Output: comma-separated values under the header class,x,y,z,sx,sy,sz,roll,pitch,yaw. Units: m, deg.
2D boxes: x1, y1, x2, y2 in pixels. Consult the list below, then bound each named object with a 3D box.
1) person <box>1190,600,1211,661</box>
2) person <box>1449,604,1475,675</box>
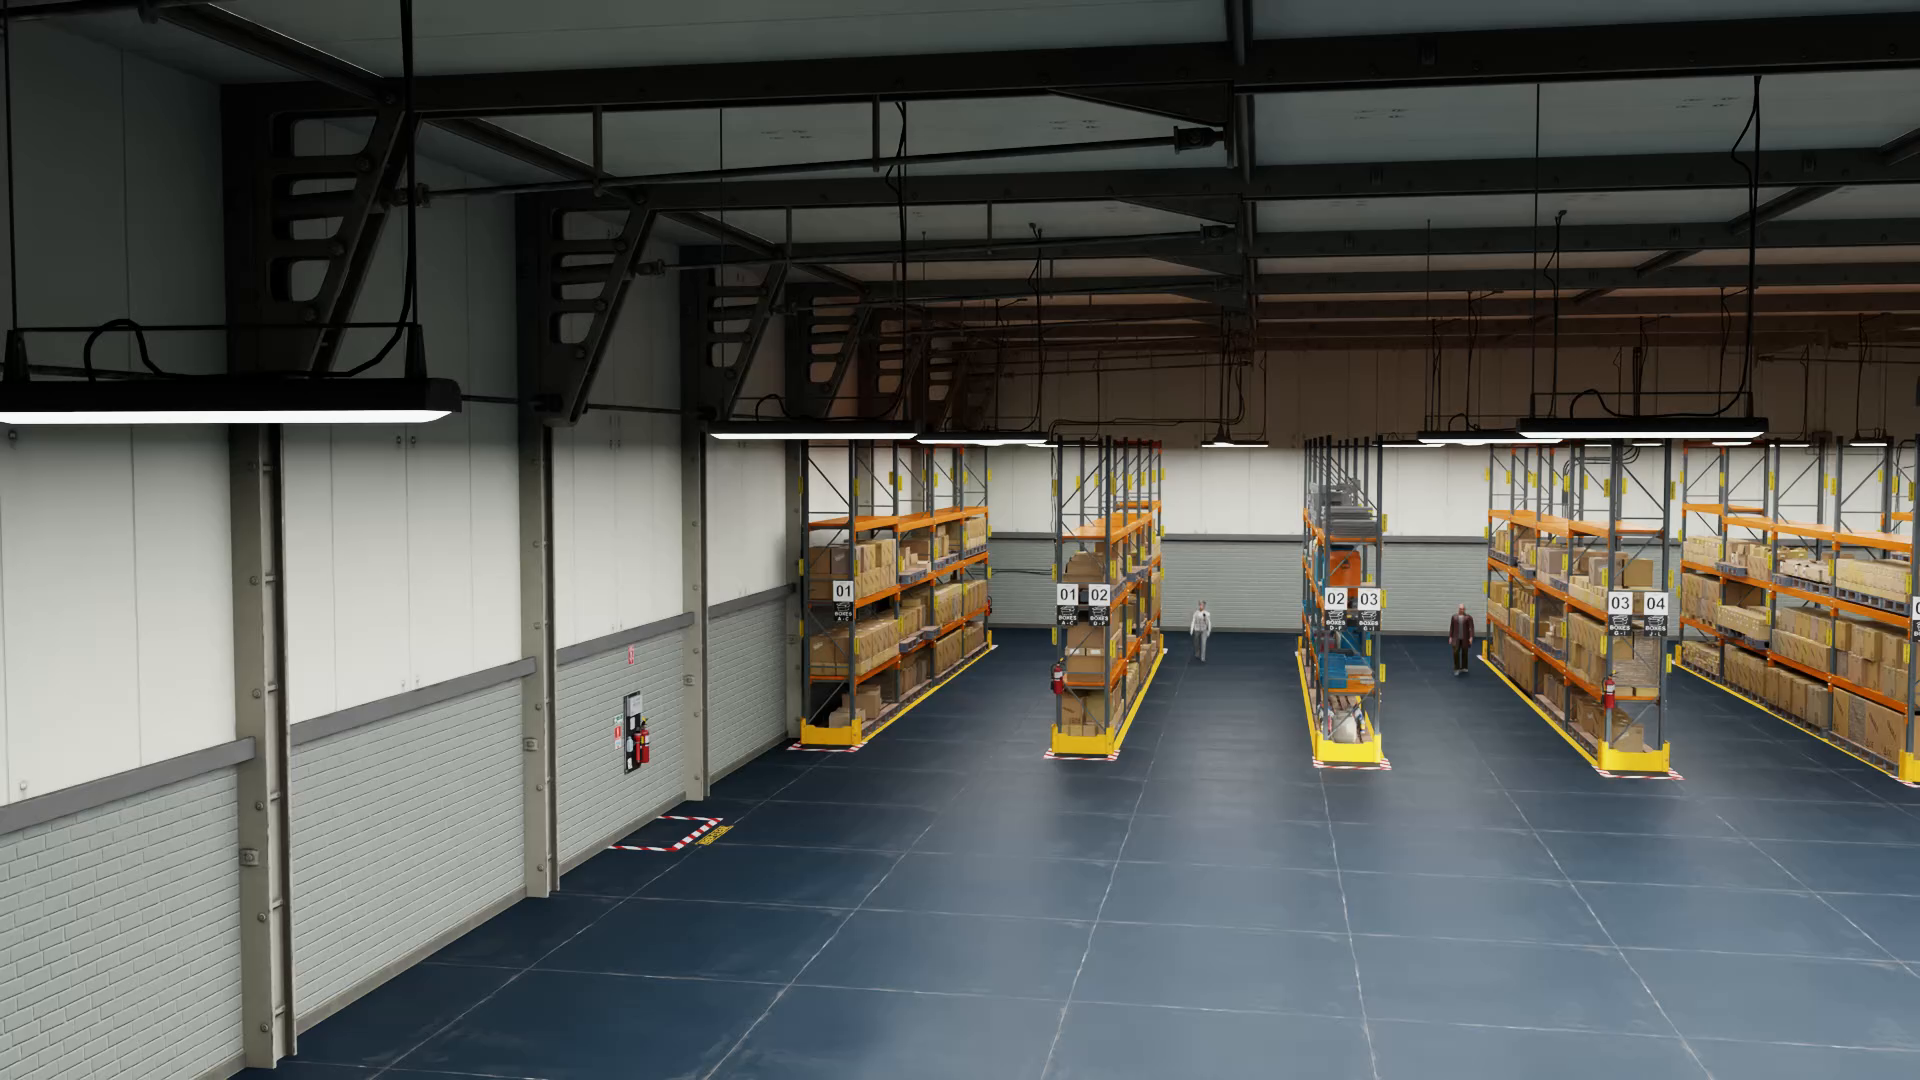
class,x,y,z,sx,sy,sz,roll,pitch,yaw
person,6.545,2.443,45.190,0.549,1.626,1.049,1,3,9
person,12.845,2.551,42.577,0.648,1.829,0.650,2,3,27
